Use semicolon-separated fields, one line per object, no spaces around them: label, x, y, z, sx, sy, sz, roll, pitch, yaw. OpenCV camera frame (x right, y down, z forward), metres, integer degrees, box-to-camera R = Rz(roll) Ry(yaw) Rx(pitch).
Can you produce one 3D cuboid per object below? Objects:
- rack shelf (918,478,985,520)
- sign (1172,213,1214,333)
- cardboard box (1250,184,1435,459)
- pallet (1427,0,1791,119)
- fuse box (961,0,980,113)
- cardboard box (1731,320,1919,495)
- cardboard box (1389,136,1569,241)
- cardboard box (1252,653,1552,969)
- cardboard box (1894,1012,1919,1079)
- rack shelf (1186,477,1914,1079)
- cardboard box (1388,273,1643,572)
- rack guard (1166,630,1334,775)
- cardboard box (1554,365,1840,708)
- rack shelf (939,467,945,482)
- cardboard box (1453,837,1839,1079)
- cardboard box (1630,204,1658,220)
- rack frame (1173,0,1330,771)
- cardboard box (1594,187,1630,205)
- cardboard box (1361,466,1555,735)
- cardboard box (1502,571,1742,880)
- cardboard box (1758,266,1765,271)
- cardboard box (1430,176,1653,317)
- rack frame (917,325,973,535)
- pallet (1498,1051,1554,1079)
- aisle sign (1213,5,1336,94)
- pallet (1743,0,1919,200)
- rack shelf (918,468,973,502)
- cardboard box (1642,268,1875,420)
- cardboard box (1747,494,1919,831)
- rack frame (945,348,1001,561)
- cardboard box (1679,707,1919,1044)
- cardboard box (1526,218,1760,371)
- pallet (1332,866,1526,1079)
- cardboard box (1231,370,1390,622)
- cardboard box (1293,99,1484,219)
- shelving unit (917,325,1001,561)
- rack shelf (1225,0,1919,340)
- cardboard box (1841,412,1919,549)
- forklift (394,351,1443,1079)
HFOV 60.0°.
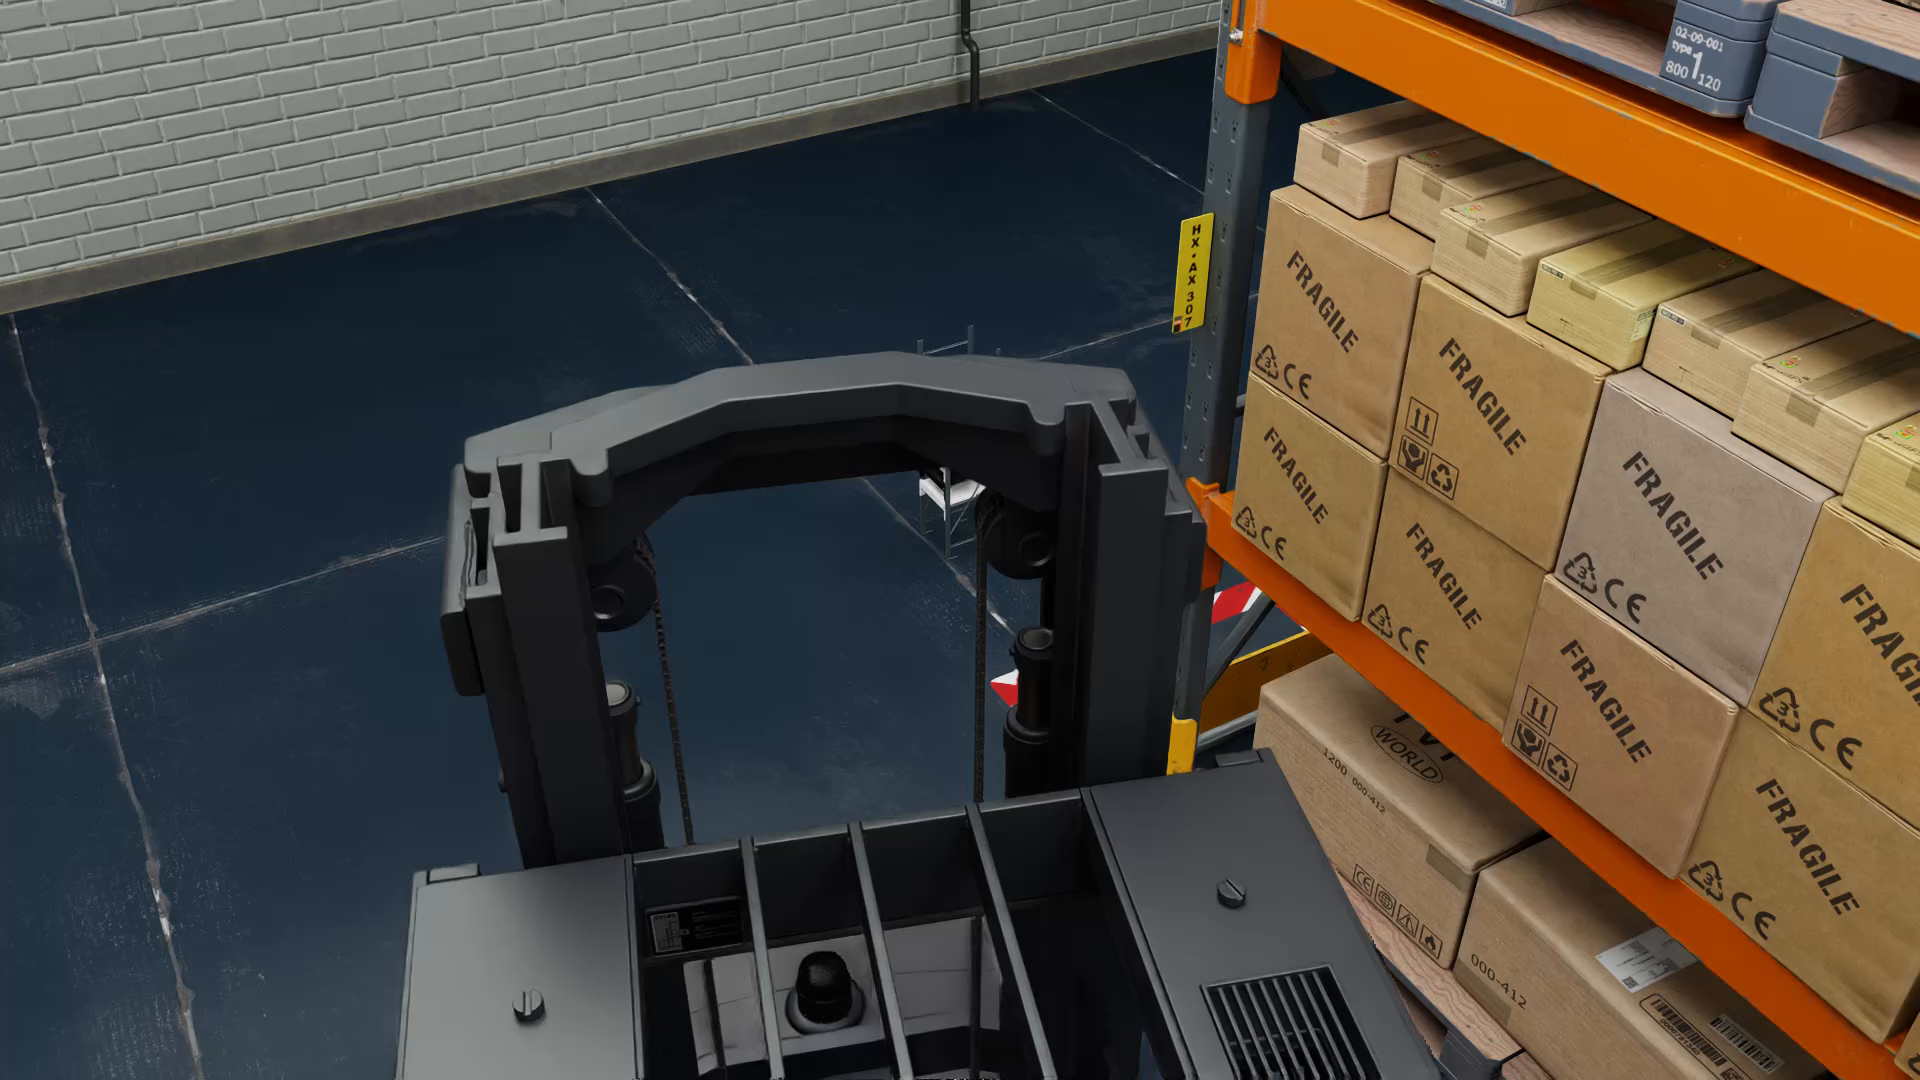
rack shelf;-0.004;-0.195;6.616;0.258;0.077;0.200;-19;40;-24
sign;0.610;-0.697;4.360;0.100;0.325;0.005;-19;40;-24
cardboard box;1.088;-0.592;4.084;0.500;0.500;0.500;-20;41;-25
pallet;1.474;-1.277;3.487;1.003;0.211;1.213;-19;40;-24
fuse box;0.129;-3.373;9.917;0.539;1.711;0.414;-19;40;-24
cardboard box;1.671;-0.254;3.072;0.380;0.149;0.250;-19;40;-24
cardboard box;1.225;-0.807;3.829;0.380;0.149;0.250;-18;40;-23
cardboard box;1.511;0.695;5.071;0.875;0.438;0.875;-20;41;-25
cardboard box;2.120;0.849;2.959;0.500;0.500;0.500;-20;40;-25
rack shelf;2.097;0.834;3.675;1.077;0.370;4.000;-19;40;-24
cardboard box;1.353;-0.330;3.726;0.500;0.500;0.500;-20;41;-25
rack guard;1.081;0.521;5.613;1.175;0.500;0.348;-19;40;-24
cardboard box;1.619;-0.070;3.370;0.500;0.500;0.500;-19;40;-24
rack shelf;-0.004;-0.341;6.510;0.258;0.077;0.200;-19;40;-24
cardboard box;1.978;1.160;4.435;0.875;0.438;0.875;-18;40;-23
cardboard box;1.797;-0.830;3.861;0.380;0.149;0.250;-19;40;-24
rack frame;1.093;-0.477;4.859;1.000;3.000;0.127;-19;40;-24
cardboard box;1.594;-0.937;4.007;0.380;0.149;0.250;-18;40;-23
cardboard box;1.364;0.063;4.036;0.500;0.500;0.500;-19;40;-25
cardboard box;1.604;0.327;3.674;0.500;0.500;0.500;-19;40;-24
cardboard box;1.888;-0.689;3.668;0.380;0.149;0.250;-18;40;-23
cardboard box;1.256;-0.641;3.601;0.380;0.149;0.250;-18;40;-23
rack frame;-0.055;-0.419;6.561;0.240;0.900;0.006;-19;40;-24
pallet;2.171;1.656;4.304;1.003;0.211;1.213;-19;40;-24
aisle sign;0.806;-1.477;4.025;0.394;0.787;0.004;-19;40;-24
pallet;2.091;-0.654;2.634;1.003;0.211;1.213;-19;40;-24
rack shelf;-0.004;-0.268;6.563;0.258;0.077;0.200;-19;40;-24
cardboard box;1.582;-0.393;3.263;0.380;0.149;0.250;-19;40;-23
cardboard box;1.870;0.184;3.022;0.500;0.500;0.500;-19;40;-24
rack frame;0.047;-0.316;6.419;0.240;0.900;0.006;-19;40;-24
cardboard box;1.870;0.578;3.331;0.500;0.500;0.500;-18;40;-22
cardboard box;1.404;-0.512;3.425;0.380;0.149;0.250;-20;41;-25
pallet;1.562;1.034;5.155;1.003;0.211;1.213;-19;40;-24
cardboard box;1.086;-0.187;4.378;0.500;0.500;0.500;-19;40;-24
cardboard box;1.032;-0.920;3.983;0.380;0.149;0.250;-18;40;-23
shelving unit;-0.004;-0.368;6.490;0.258;0.900;0.210;-19;40;-24
rack shelf;2.097;-0.377;2.790;1.077;0.370;4.000;-19;40;-24
cardboard box;1.774;-0.116;2.884;0.380;0.149;0.250;-20;41;-25
forklift;-0.064;1.338;2.433;1.130;2.935;3.031;-7;37;-9
